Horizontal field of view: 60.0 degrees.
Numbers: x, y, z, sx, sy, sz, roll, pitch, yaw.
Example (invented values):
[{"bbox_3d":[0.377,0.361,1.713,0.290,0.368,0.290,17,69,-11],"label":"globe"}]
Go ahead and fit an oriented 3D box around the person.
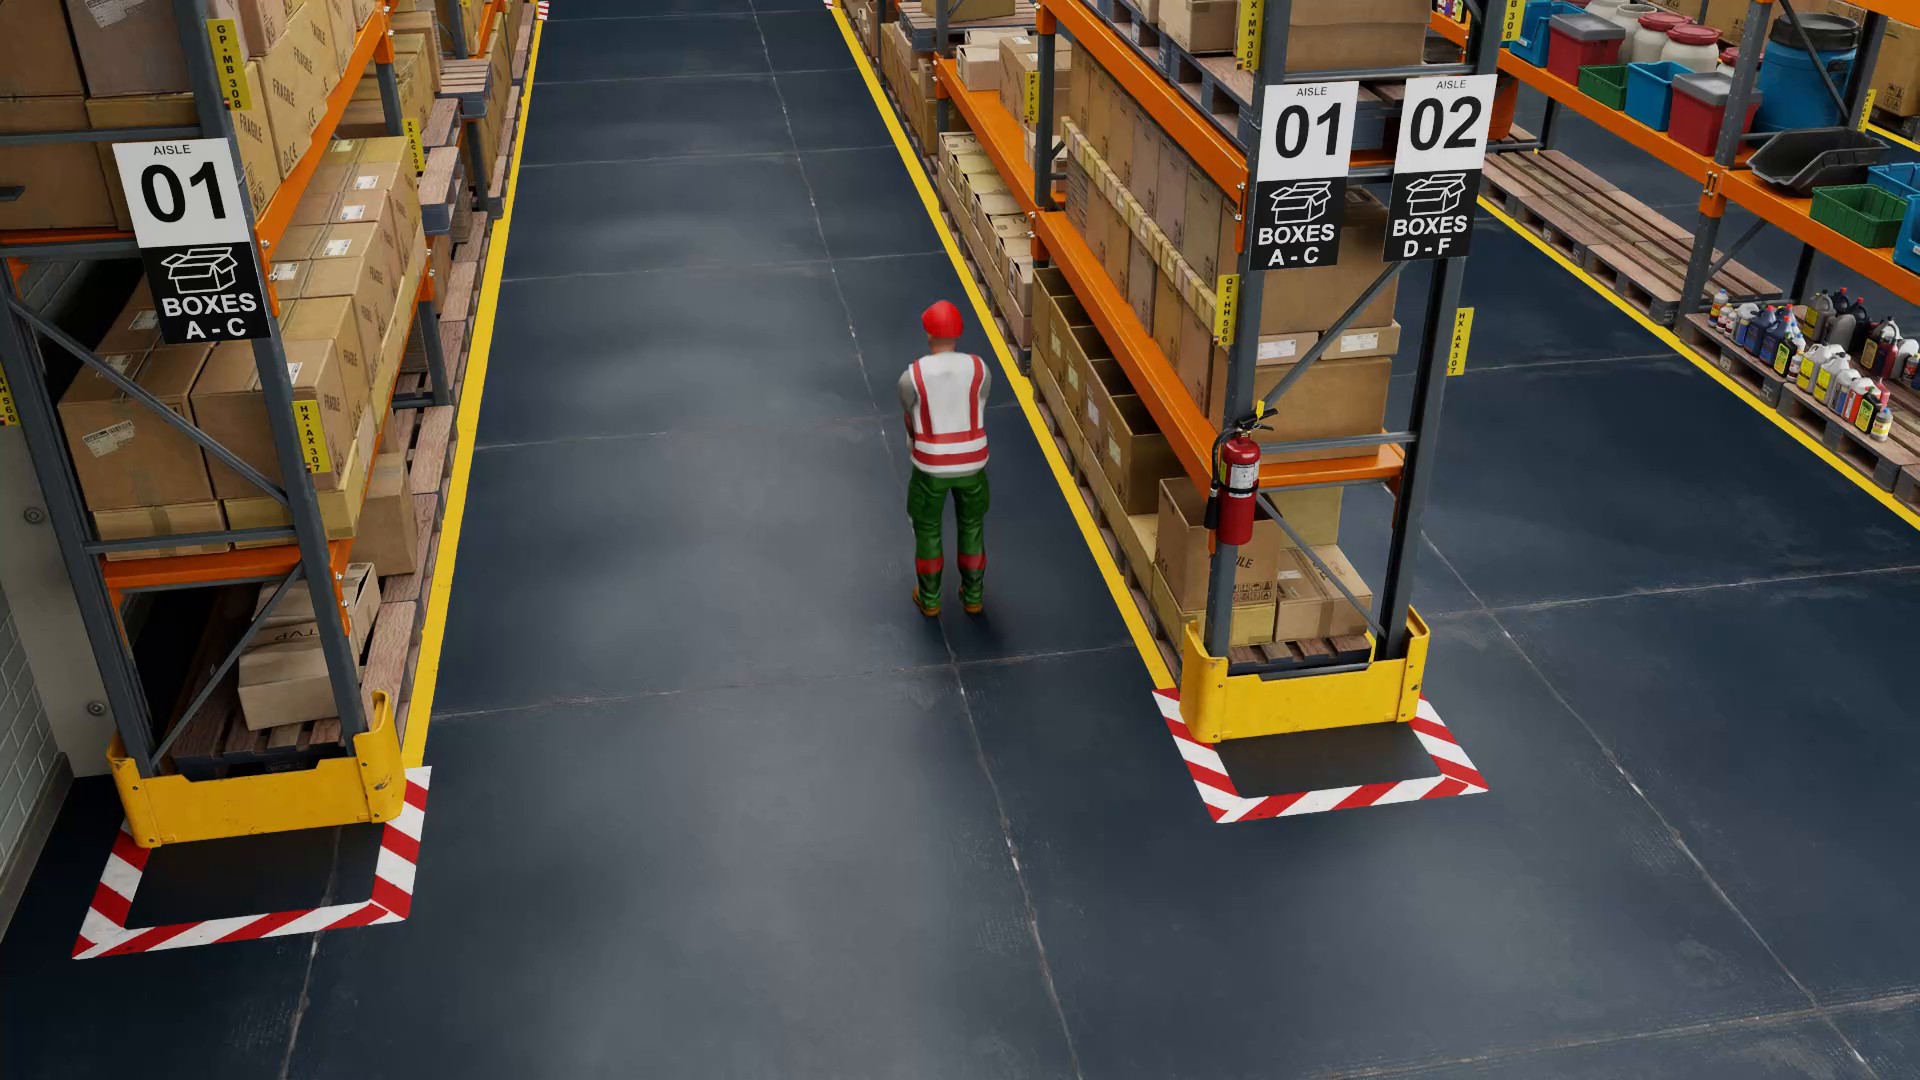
[{"bbox_3d":[-0.078,-0.457,8.903,0.472,1.779,0.574,-6,31,-10],"label":"person"}]
